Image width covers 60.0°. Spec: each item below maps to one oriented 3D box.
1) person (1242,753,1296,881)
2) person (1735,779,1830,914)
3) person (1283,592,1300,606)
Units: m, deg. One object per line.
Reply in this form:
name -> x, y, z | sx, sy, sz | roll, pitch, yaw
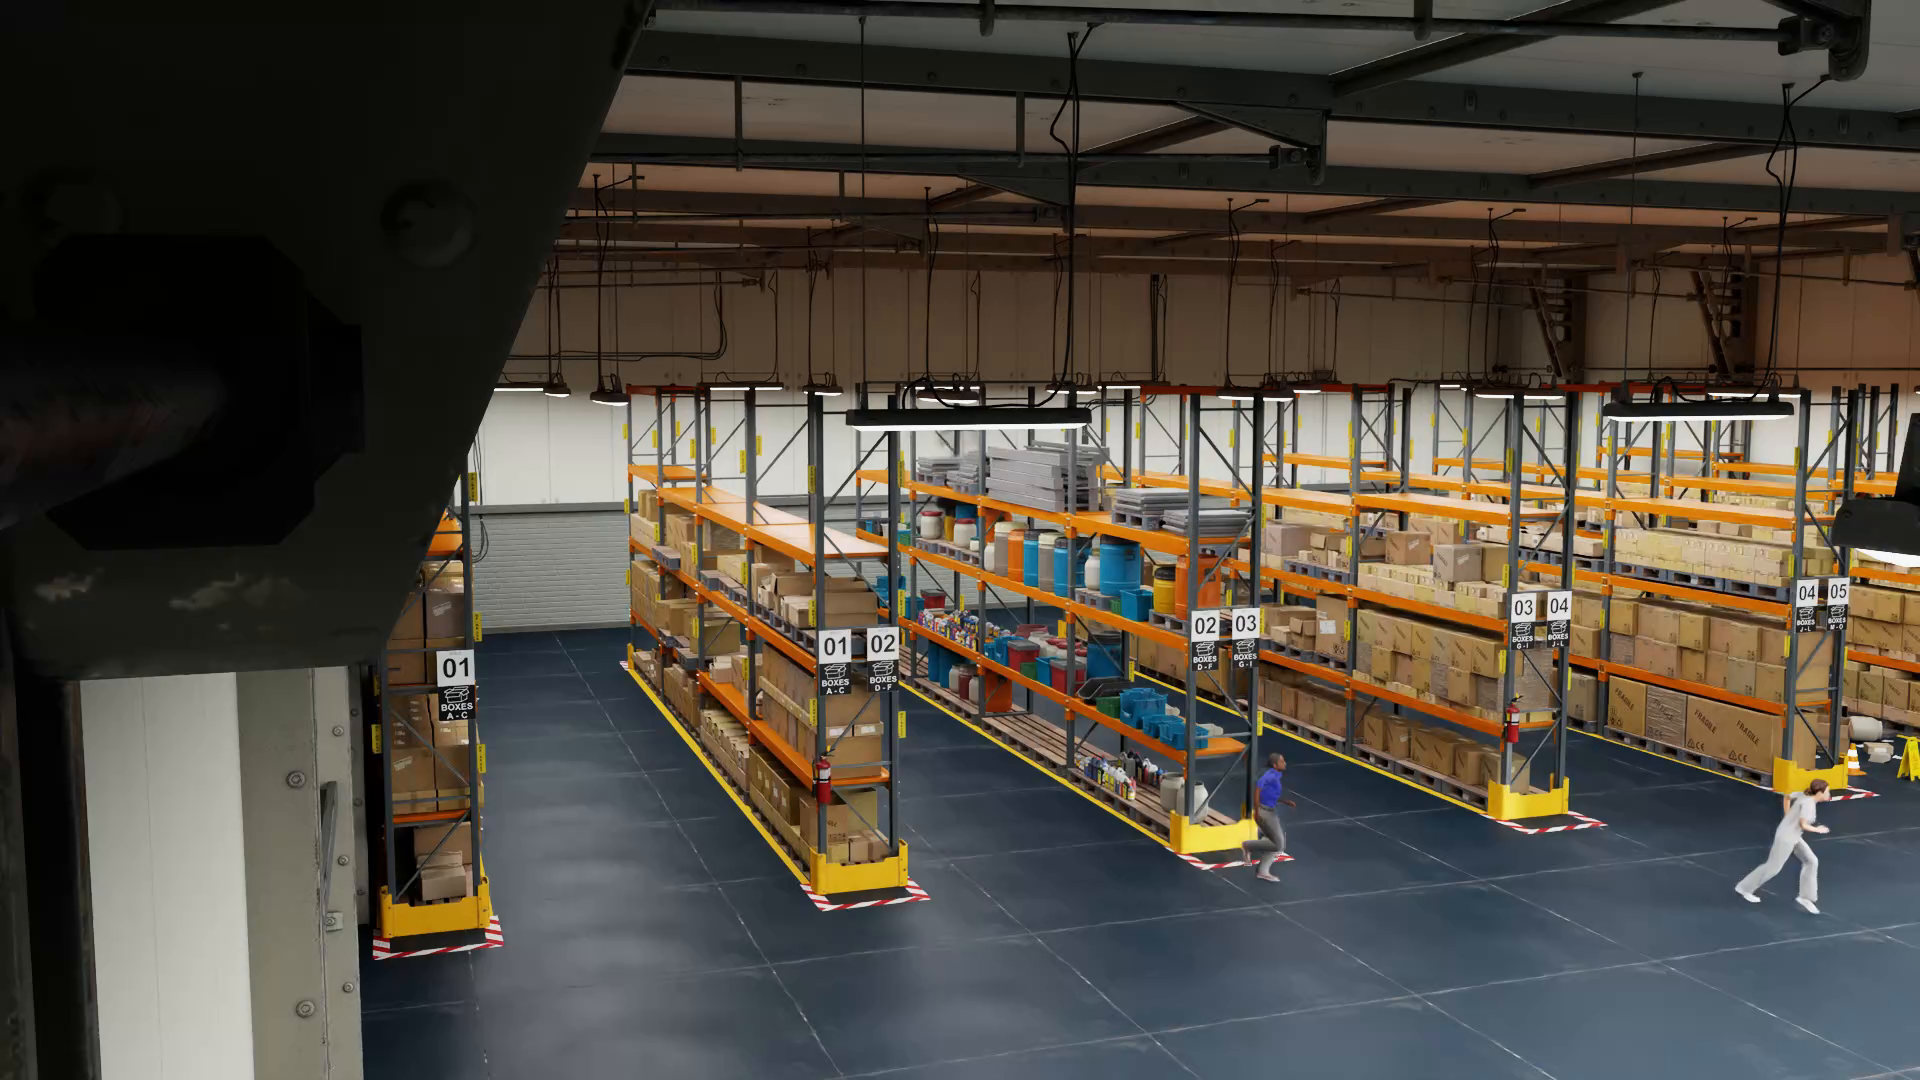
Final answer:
person -> 3.829, 3.430, 20.598 | 0.651, 1.607, 0.614 | 2, 6, 17
person -> 9.632, 3.560, 19.488 | 0.952, 1.624, 0.606 | 2, 6, 21
person -> 8.382, 1.117, 42.050 | 0.722, 1.745, 0.682 | -5, 8, -40
